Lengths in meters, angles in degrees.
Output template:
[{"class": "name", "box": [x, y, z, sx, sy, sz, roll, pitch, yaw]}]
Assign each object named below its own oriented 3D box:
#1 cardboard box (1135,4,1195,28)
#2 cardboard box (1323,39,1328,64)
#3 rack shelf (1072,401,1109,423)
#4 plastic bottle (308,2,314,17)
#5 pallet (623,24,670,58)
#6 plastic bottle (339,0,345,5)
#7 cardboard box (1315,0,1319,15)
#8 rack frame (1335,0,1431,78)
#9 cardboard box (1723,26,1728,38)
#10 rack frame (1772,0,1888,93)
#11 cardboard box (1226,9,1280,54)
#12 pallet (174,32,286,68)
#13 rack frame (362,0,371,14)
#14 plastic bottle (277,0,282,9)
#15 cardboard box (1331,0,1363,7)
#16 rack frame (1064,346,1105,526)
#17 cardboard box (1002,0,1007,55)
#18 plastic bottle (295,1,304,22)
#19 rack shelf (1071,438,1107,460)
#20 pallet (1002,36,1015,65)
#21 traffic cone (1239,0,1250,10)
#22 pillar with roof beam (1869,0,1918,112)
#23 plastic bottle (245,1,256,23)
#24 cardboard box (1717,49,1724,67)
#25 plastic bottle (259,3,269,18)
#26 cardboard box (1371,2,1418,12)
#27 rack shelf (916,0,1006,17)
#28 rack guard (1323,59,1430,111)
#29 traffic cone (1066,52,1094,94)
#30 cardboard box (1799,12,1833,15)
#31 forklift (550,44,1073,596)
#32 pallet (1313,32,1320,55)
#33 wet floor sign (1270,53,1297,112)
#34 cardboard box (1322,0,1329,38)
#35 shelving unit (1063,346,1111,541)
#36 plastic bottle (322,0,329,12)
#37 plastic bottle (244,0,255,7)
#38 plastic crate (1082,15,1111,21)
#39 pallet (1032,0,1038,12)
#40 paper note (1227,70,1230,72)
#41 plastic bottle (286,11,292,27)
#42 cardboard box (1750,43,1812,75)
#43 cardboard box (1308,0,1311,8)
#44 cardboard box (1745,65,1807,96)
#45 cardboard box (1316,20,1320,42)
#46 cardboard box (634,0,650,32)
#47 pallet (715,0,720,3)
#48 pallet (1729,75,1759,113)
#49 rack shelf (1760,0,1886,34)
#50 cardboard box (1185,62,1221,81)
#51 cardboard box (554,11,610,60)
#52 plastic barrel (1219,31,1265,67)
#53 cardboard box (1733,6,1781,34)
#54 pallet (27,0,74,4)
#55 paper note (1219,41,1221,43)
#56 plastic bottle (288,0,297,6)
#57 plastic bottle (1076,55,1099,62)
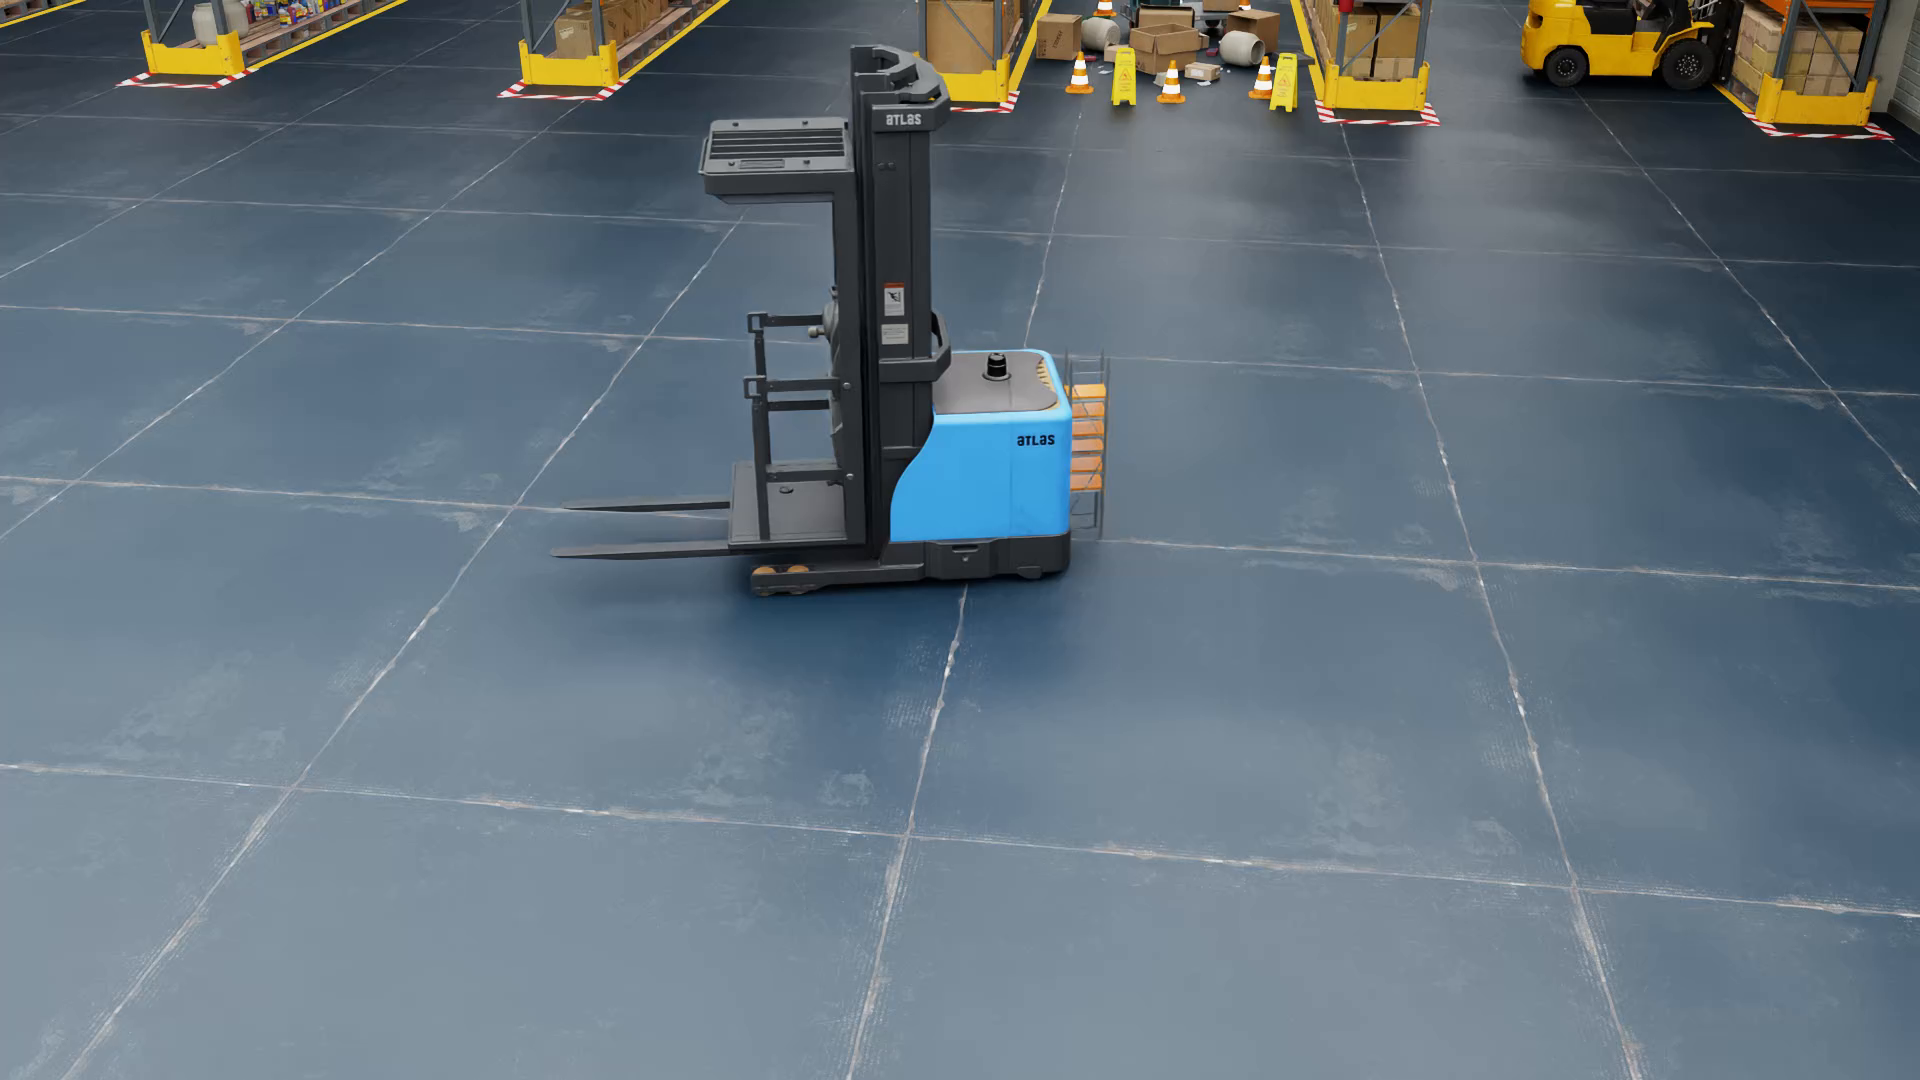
[{"class": "cardboard box", "box": [2.740, -6.855, 22.300, 0.797, 0.637, 0.503, 3, 28, 6]}, {"class": "cardboard box", "box": [4.834, -6.093, 20.854, 0.500, 0.250, 0.500, 3, 29, 6]}, {"class": "rack shelf", "box": [0.749, -0.743, 9.951, 0.258, 0.103, 0.180, -3, 28, -6]}, {"class": "plastic bottle", "box": [-9.197, -7.492, 23.480, 0.097, 0.201, 0.097, 0, 28, 0]}, {"class": "pallet", "box": [-4.609, -6.816, 22.680, 1.003, 0.211, 1.213, 3, 28, 6]}, {"class": "plastic bottle", "box": [-9.061, -7.978, 24.296, 0.061, 0.283, 0.133, 5, 29, 9]}, {"class": "cardboard box", "box": [5.081, -7.405, 22.497, 0.500, 0.500, 0.500, 5, 29, 9]}, {"class": "rack frame", "box": [4.931, -6.479, 19.114, 1.000, 3.000, 0.127, 3, 28, 6]}, {"class": "cardboard box", "box": [9.786, -6.349, 20.802, 0.500, 0.250, 0.500, 3, 28, 6]}, {"class": "rack frame", "box": [9.858, -6.193, 18.582, 1.000, 3.000, 0.127, 3, 28, 6]}, {"class": "cardboard box", "box": [3.939, -6.838, 22.412, 0.500, 0.500, 0.500, -24, 36, -37]}, {"class": "pallet", "box": [-9.753, -6.536, 22.160, 1.003, 0.211, 1.213, 3, 28, 6]}, {"class": "rack frame", "box": [-9.330, -9.226, 24.212, 1.000, 3.000, 0.127, 3, 28, 6]}, {"class": "plastic bottle", "box": [-9.864, -7.809, 23.911, 0.144, 0.351, 0.185, 2, 28, 4]}, {"class": "cardboard box", "box": [4.749, -6.638, 20.391, 0.380, 0.149, 0.250, 4, 29, 8]}, {"class": "rack frame", "box": [0.738, -0.614, 10.124, 0.240, 1.200, 0.006, -3, 28, -6]}, {"class": "cardboard box", "box": [0.129, -6.706, 21.333, 0.875, 0.875, 0.875, 3, 28, 5]}, {"class": "plastic bottle", "box": [-9.234, -7.379, 23.198, 0.097, 0.271, 0.097, 0, 28, 0]}, {"class": "rack shelf", "box": [0.749, -0.532, 10.065, 0.258, 0.103, 0.180, -3, 28, -6]}, {"class": "pallet", "box": [0.178, -6.445, 21.991, 1.003, 0.211, 1.213, 3, 28, 6]}, {"class": "traffic cone", "box": [4.184, -7.910, 24.445, 0.336, 0.463, 0.334, 3, 28, 6]}, {"class": "pillar with roof beam", "box": [6.565, -9.359, 18.135, 9.100, 9.000, 0.400, 3, 28, 6]}, {"class": "plastic bottle", "box": [-9.866, -7.342, 23.116, 0.061, 0.283, 0.133, 3, 28, 6]}, {"class": "cardboard box", "box": [9.784, -6.121, 20.905, 0.500, 0.250, 0.500, 4, 29, 8]}, {"class": "plastic bottle", "box": [-9.813, -7.469, 23.438, 0.097, 0.201, 0.097, 0, 28, 0]}, {"class": "cardboard box", "box": [5.366, -6.405, 20.642, 0.500, 0.500, 0.500, 2, 28, 4]}, {"class": "rack shelf", "box": [0.251, -7.344, 21.478, 1.077, 0.370, 4.000, 3, 28, 6]}, {"class": "rack guard", "box": [4.940, -5.415, 19.773, 1.175, 0.500, 0.348, 3, 28, 6]}, {"class": "traffic cone", "box": [1.480, -5.770, 20.472, 0.336, 0.463, 0.334, 3, 28, 6]}, {"class": "cardboard box", "box": [10.234, -6.293, 20.170, 0.500, 0.250, 0.500, 3, 28, 6]}, {"class": "forklift", "box": [-0.897, -1.228, 9.440, 3.031, 2.935, 1.130, -2, 28, -5]}, {"class": "pallet", "box": [5.374, -6.816, 22.680, 1.003, 0.211, 1.213, 3, 28, 6]}, {"class": "wet floor sign", "box": [3.846, -5.416, 19.622, 0.267, 0.644, 0.232, 14, 31, 24]}, {"class": "cardboard box", "box": [4.900, -6.659, 21.114, 0.500, 0.500, 0.500, 3, 28, 5]}, {"class": "shelving unit", "box": [0.749, -0.571, 10.044, 0.258, 1.200, 0.189, -3, 28, -6]}, {"class": "plastic bottle", "box": [-9.125, -7.734, 23.844, 0.061, 0.283, 0.133, 5, 29, 10]}, {"class": "plastic bottle", "box": [-9.955, -7.410, 23.250, 0.152, 0.276, 0.135, 3, 28, 5]}, {"class": "plastic crate", "box": [1.775, -7.232, 23.415, 0.450, 0.188, 0.662, 9, 28, 37]}, {"class": "pallet", "box": [0.663, -8.318, 25.467, 1.003, 0.211, 1.213, 3, 28, 6]}, {"class": "paper note", "box": [3.472, -6.061, 21.490, 0.032, 0.001, 0.123, 3, 28, 6]}, {"class": "plastic bottle", "box": [-9.276, -7.189, 22.918, 0.097, 0.201, 0.097, 0, 28, 0]}, {"class": "cardboard box", "box": [9.607, -5.634, 19.475, 0.500, 0.250, 0.500, 3, 28, 6]}, {"class": "cardboard box", "box": [5.568, -7.976, 24.220, 0.950, 0.372, 0.625, 5, 29, 9]}, {"class": "cardboard box", "box": [9.602, -5.407, 19.579, 0.500, 0.250, 0.500, 4, 29, 7]}, {"class": "cardboard box", "box": [5.027, -6.823, 22.208, 0.500, 0.250, 0.500, 5, 29, 9]}, {"class": "cardboard box", "box": [-4.564, -7.270, 22.774, 0.500, 0.500, 0.500, 1, 28, 2]}, {"class": "pallet", "box": [-4.173, -8.653, 26.089, 1.003, 0.211, 1.213, 3, 28, 6]}, {"class": "pallet", "box": [9.910, -5.327, 19.916, 1.003, 0.211, 1.213, 3, 28, 6]}, {"class": "rack shelf", "box": [10.103, -6.817, 20.500, 1.077, 0.370, 4.000, 3, 28, 6]}, {"class": "cardboard box", "box": [3.087, -5.958, 21.153, 0.380, 0.149, 0.250, 20, 34, 32]}, {"class": "cardboard box", "box": [-4.811, -6.433, 21.220, 0.500, 0.500, 0.500, 9, 30, 16]}, {"class": "plastic barrel", "box": [3.681, -6.405, 21.693, 0.421, 0.421, 0.512, -24, 36, -37]}, {"class": "cardboard box", "box": [9.713, -6.321, 20.222, 0.500, 0.250, 0.500, 4, 29, 7]}, {"class": "pallet", "box": [-14.194, -8.637, 26.059, 1.003, 0.211, 1.213, 3, 28, 6]}, {"class": "paper note", "box": [3.663, -6.905, 23.034, 0.148, 0.019, 0.142, 3, 28, 6]}, {"class": "plastic bottle", "box": [-9.698, -7.889, 24.060, 0.144, 0.351, 0.185, 3, 28, 6]}, {"class": "plastic bottle", "box": [1.688, -6.378, 22.025, 0.283, 0.061, 0.133, -6, 29, -11]}]
